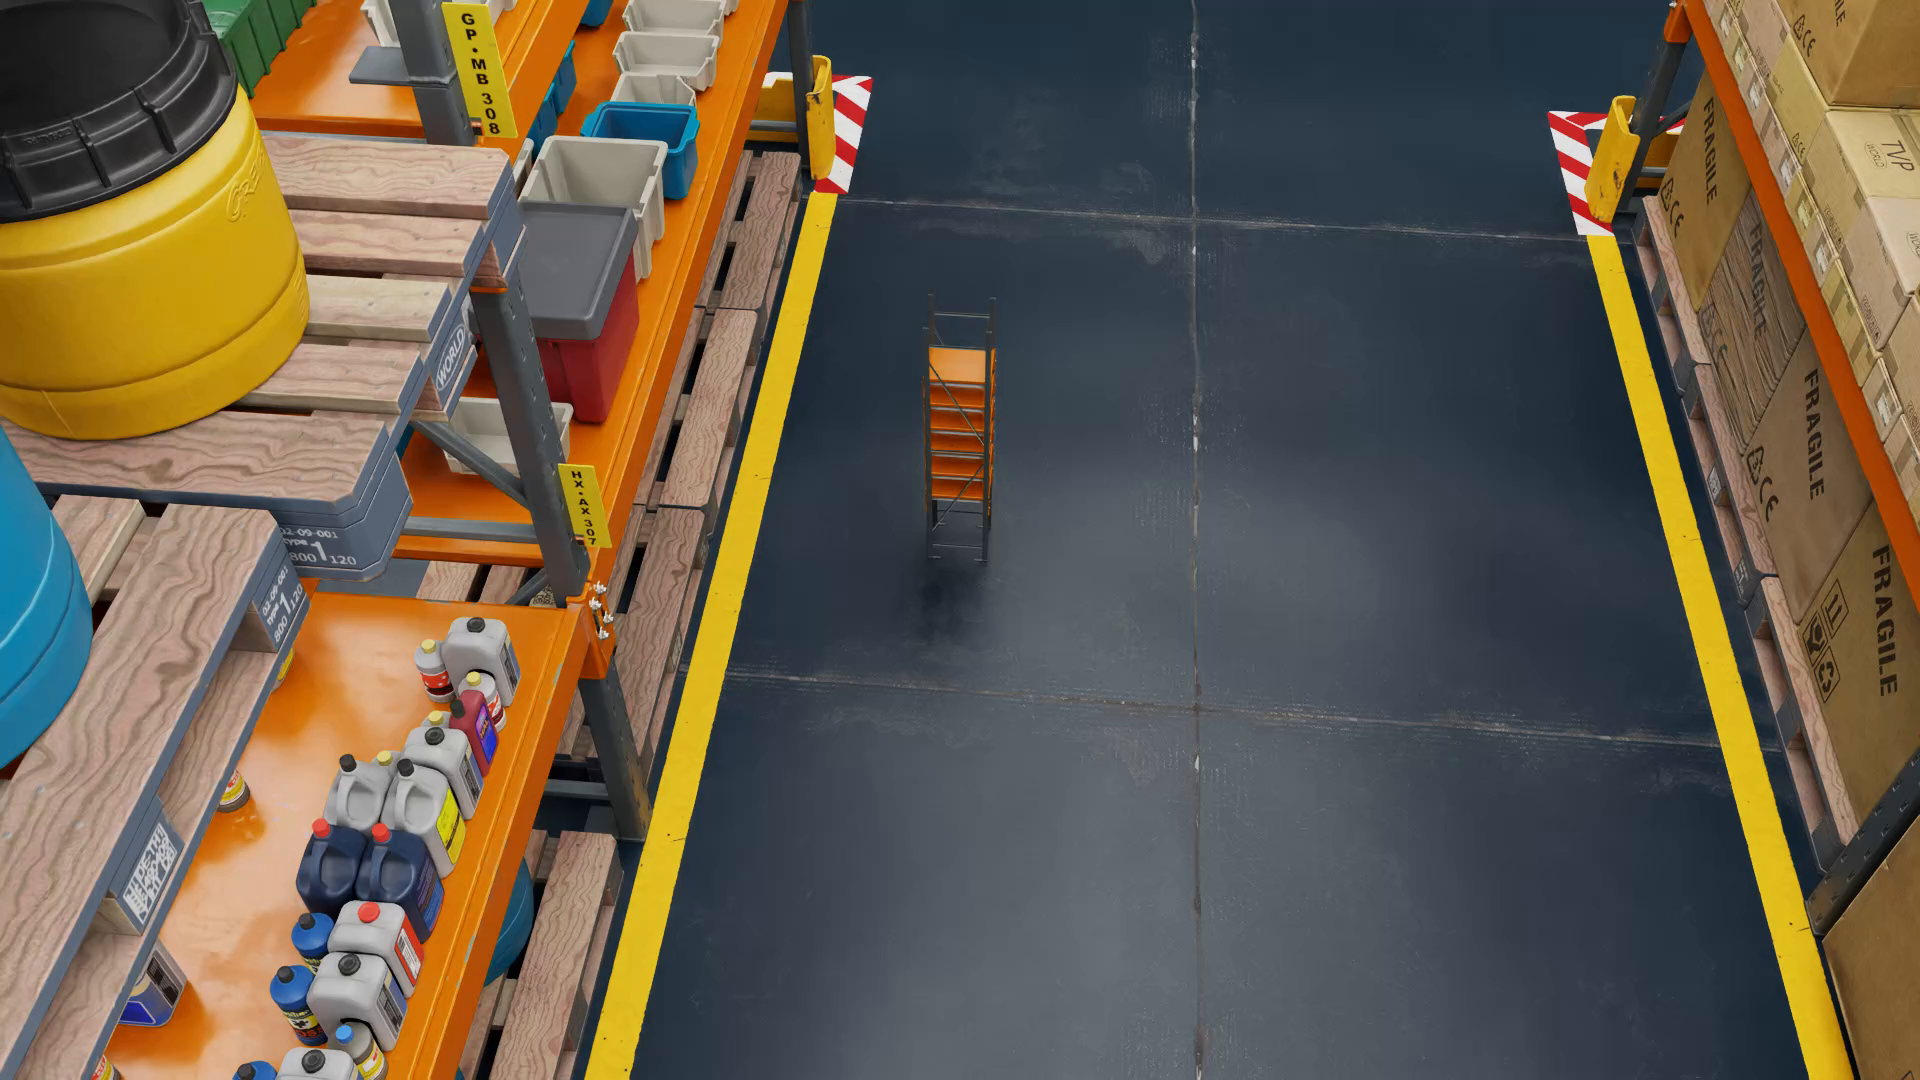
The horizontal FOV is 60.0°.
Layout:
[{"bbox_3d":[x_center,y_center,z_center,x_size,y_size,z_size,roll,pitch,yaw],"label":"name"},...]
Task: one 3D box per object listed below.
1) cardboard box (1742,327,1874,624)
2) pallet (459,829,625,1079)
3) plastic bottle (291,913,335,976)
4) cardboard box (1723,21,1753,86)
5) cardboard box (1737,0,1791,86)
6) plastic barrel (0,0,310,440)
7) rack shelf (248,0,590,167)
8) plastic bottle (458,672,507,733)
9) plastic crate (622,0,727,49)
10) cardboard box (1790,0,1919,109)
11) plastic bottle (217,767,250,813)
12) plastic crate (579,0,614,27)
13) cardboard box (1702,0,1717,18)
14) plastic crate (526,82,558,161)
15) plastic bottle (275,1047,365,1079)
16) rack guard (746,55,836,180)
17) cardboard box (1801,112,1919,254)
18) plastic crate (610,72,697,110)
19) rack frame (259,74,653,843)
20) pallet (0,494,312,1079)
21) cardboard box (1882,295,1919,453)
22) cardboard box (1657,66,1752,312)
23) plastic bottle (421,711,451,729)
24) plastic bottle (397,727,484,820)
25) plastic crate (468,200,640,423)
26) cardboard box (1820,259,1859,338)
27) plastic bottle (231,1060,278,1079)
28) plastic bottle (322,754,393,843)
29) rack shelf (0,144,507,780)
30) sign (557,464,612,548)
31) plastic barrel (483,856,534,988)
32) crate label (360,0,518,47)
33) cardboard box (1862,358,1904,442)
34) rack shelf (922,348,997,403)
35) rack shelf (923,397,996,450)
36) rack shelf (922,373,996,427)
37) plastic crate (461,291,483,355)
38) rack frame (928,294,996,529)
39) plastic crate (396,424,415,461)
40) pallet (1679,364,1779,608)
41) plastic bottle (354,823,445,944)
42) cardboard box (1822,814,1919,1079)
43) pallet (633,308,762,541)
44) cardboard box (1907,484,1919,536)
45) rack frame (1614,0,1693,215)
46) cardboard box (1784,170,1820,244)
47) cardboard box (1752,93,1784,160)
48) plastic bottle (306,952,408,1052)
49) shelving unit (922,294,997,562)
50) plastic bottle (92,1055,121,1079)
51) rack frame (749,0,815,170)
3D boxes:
[{"bbox_3d":[3.567,-0.269,6.119,0.875,0.875,0.875,4,48,4],"label":"cardboard box"},{"bbox_3d":[-1.699,1.468,5.264,1.003,0.211,1.213,4,48,4],"label":"pallet"},{"bbox_3d":[-1.506,0.962,3.924,0.097,0.271,0.097,0,48,0],"label":"plastic bottle"},{"bbox_3d":[3.304,-1.943,6.664,0.380,0.149,0.250,3,48,3],"label":"cardboard box"},{"bbox_3d":[3.357,-1.976,6.424,0.500,0.250,0.500,3,48,3],"label":"cardboard box"},{"bbox_3d":[-1.468,-0.570,2.794,0.600,0.588,0.600,0,48,0],"label":"plastic barrel"},{"bbox_3d":[-1.405,-2.276,5.254,1.077,0.370,4.000,4,48,4],"label":"rack shelf"},{"bbox_3d":[-1.284,0.429,4.460,0.097,0.201,0.097,0,48,0],"label":"plastic bottle"},{"bbox_3d":[-1.157,-2.084,6.761,0.396,0.136,0.243,4,48,4],"label":"plastic crate"},{"bbox_3d":[3.311,-1.863,5.813,0.500,0.500,0.500,3,48,2],"label":"cardboard box"},{"bbox_3d":[-1.916,0.608,4.295,0.097,0.201,0.097,0,48,0],"label":"plastic bottle"},{"bbox_3d":[-1.633,-2.297,6.891,0.416,0.233,0.300,4,48,4],"label":"plastic crate"},{"bbox_3d":[3.349,-2.320,7.009,0.380,0.149,0.250,4,48,4],"label":"cardboard box"},{"bbox_3d":[-1.720,-1.593,6.247,0.416,0.233,0.300,4,48,4],"label":"plastic crate"},{"bbox_3d":[-1.414,1.225,3.681,0.152,0.276,0.135,4,48,4],"label":"plastic bottle"},{"bbox_3d":[-1.233,-2.151,8.379,1.175,0.500,0.348,4,48,4],"label":"rack guard"},{"bbox_3d":[3.265,-1.223,5.736,0.500,0.250,0.500,3,48,3],"label":"cardboard box"},{"bbox_3d":[-1.167,-1.659,6.373,0.298,0.136,0.250,4,48,4],"label":"plastic crate"},{"bbox_3d":[-1.587,-0.037,4.751,1.000,3.000,0.127,4,48,4],"label":"rack frame"},{"bbox_3d":[-1.661,0.431,2.418,1.003,0.211,1.213,4,48,4],"label":"pallet"},{"bbox_3d":[3.169,-0.476,5.053,0.500,0.250,0.500,5,48,5],"label":"cardboard box"},{"bbox_3d":[3.731,-1.592,7.329,0.875,0.875,0.875,4,48,4],"label":"cardboard box"},{"bbox_3d":[-1.357,0.523,4.374,0.097,0.201,0.097,0,48,0],"label":"plastic bottle"},{"bbox_3d":[-1.334,0.585,4.266,0.152,0.276,0.135,4,48,4],"label":"plastic bottle"},{"bbox_3d":[-1.256,-0.718,5.290,0.402,0.464,0.583,4,48,4],"label":"plastic crate"},{"bbox_3d":[3.164,-0.809,5.628,0.380,0.149,0.250,3,48,3],"label":"cardboard box"},{"bbox_3d":[-1.539,1.232,3.678,0.097,0.271,0.097,0,48,0],"label":"plastic bottle"},{"bbox_3d":[-1.488,0.668,4.140,0.144,0.351,0.185,4,48,4],"label":"plastic bottle"},{"bbox_3d":[-1.769,0.663,2.565,1.077,0.370,4.000,4,48,4],"label":"rack shelf"},{"bbox_3d":[-1.039,-0.092,4.614,0.100,0.325,0.005,4,48,4],"label":"sign"},{"bbox_3d":[-1.653,0.928,5.006,0.600,0.901,0.708,4,48,4],"label":"plastic barrel"},{"bbox_3d":[-1.255,-1.300,4.052,0.293,0.136,0.466,4,48,4],"label":"crate label"},{"bbox_3d":[3.117,-0.432,5.282,0.380,0.149,0.250,5,48,4],"label":"cardboard box"},{"bbox_3d":[-0.001,-0.607,6.065,0.258,0.103,0.180,4,48,4],"label":"rack shelf"},{"bbox_3d":[-0.001,-0.445,6.242,0.258,0.103,0.180,4,48,4],"label":"rack shelf"},{"bbox_3d":[-0.001,-0.526,6.153,0.258,0.103,0.180,4,48,4],"label":"rack shelf"},{"bbox_3d":[-1.752,-0.805,5.599,0.437,0.125,0.590,4,48,4],"label":"plastic crate"},{"bbox_3d":[0.007,-0.462,6.359,0.240,1.200,0.006,4,48,4],"label":"rack frame"},{"bbox_3d":[-1.884,-0.418,5.069,0.392,0.384,0.575,4,48,4],"label":"plastic crate"},{"bbox_3d":[3.601,-0.215,6.804,1.003,0.211,1.213,4,48,4],"label":"pallet"},{"bbox_3d":[-1.362,0.813,4.007,0.144,0.351,0.185,4,48,4],"label":"plastic bottle"},{"bbox_3d":[3.307,1.343,4.644,1.225,0.875,0.875,4,48,4],"label":"cardboard box"},{"bbox_3d":[-1.450,-0.538,7.099,1.003,0.211,1.213,4,48,4],"label":"pallet"},{"bbox_3d":[3.070,-0.055,4.937,0.380,0.149,0.250,5,48,4],"label":"cardboard box"},{"bbox_3d":[3.710,-2.643,7.135,1.000,3.000,0.127,4,48,4],"label":"rack frame"},{"bbox_3d":[3.210,-1.189,5.975,0.380,0.149,0.250,3,48,3],"label":"cardboard box"},{"bbox_3d":[3.257,-1.564,6.318,0.380,0.149,0.250,3,48,3],"label":"cardboard box"},{"bbox_3d":[-1.392,1.054,3.837,0.152,0.276,0.135,4,48,4],"label":"plastic bottle"},{"bbox_3d":[-0.001,-0.394,6.298,0.258,1.200,0.189,4,48,4],"label":"shelving unit"},{"bbox_3d":[-1.988,1.190,3.763,0.097,0.201,0.097,0,48,0],"label":"plastic bottle"},{"bbox_3d":[-1.222,-2.976,7.439,1.000,3.000,0.127,4,48,4],"label":"rack frame"}]
